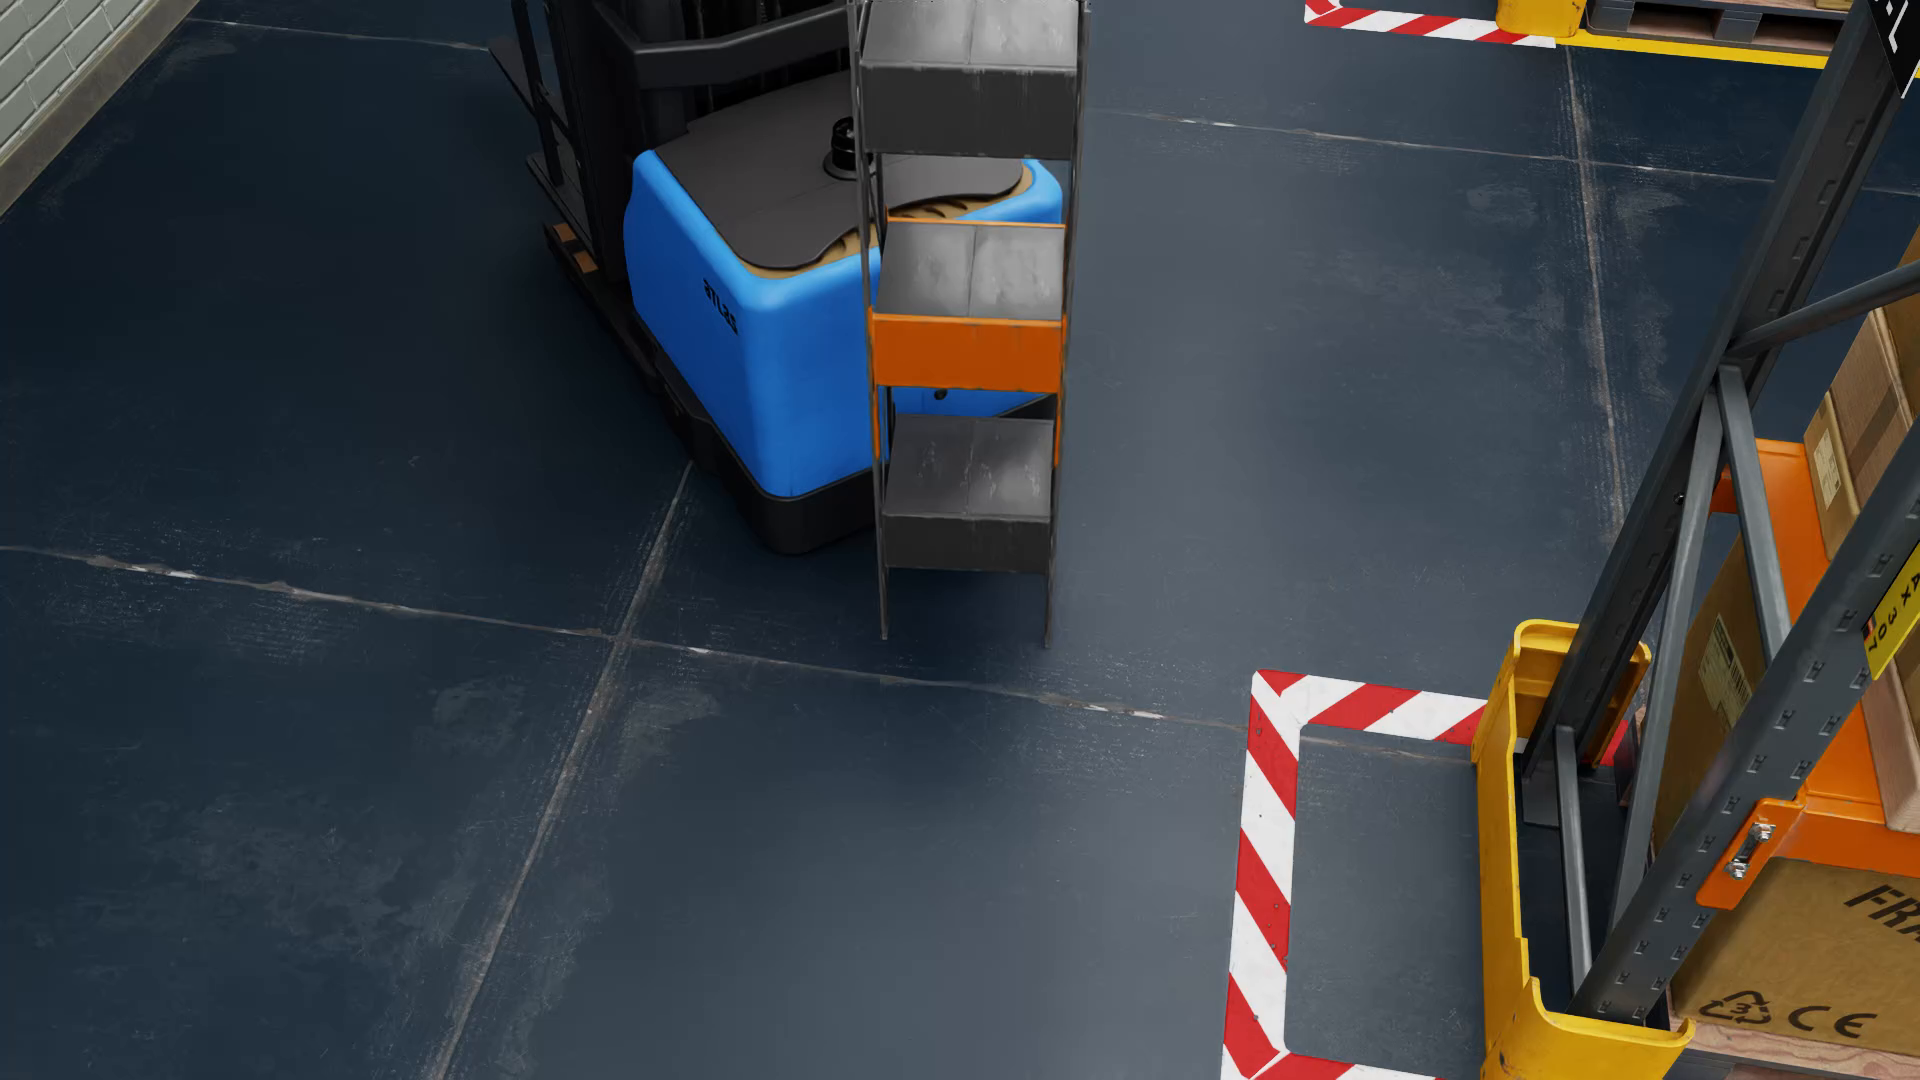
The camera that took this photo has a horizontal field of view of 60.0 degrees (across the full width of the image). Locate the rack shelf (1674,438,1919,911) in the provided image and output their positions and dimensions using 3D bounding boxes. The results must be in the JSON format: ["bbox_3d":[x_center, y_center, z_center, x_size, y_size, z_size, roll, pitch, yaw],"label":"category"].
[{"bbox_3d":[3.521,0.492,3.275,4.000,0.370,1.077,8,49,7],"label":"rack shelf"}]

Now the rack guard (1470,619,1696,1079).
[{"bbox_3d":[1.529,0.820,4.177,0.348,0.500,1.175,8,49,7],"label":"rack guard"}]

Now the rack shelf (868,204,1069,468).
[{"bbox_3d":[0.030,-0.528,4.331,0.480,0.518,0.431,3,48,2],"label":"rack shelf"}]

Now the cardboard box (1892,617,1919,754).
[{"bbox_3d":[1.977,0.199,2.955,0.500,0.250,0.500,7,48,6],"label":"cardboard box"}]

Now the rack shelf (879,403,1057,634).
[{"bbox_3d":[0.030,-0.060,4.852,0.480,0.518,0.431,3,48,2],"label":"rack shelf"}]

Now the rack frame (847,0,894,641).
[{"bbox_3d":[-0.213,-0.549,4.331,0.015,2.100,0.400,3,48,2],"label":"rack frame"}]

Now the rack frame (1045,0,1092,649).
[{"bbox_3d":[0.274,-0.525,4.310,0.015,2.100,0.400,3,48,2],"label":"rack frame"}]

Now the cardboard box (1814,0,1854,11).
[{"bbox_3d":[3.743,-2.397,7.022,0.250,0.149,0.380,8,49,7],"label":"cardboard box"}]

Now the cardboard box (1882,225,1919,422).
[{"bbox_3d":[2.079,-0.441,3.026,0.500,0.500,0.500,8,49,7],"label":"cardboard box"}]

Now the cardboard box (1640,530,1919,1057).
[{"bbox_3d":[2.197,0.583,3.855,0.875,0.875,0.875,8,49,7],"label":"cardboard box"}]

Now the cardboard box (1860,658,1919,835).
[{"bbox_3d":[1.843,0.360,3.079,0.250,0.149,0.380,8,49,7],"label":"cardboard box"}]

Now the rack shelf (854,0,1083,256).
[{"bbox_3d":[0.030,-0.996,3.810,0.480,0.518,0.431,3,48,2],"label":"rack shelf"}]

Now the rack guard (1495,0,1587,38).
[{"bbox_3d":[2.609,-2.784,7.416,0.348,0.500,1.175,8,49,7],"label":"rack guard"}]

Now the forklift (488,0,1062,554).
[{"bbox_3d":[-0.870,-2.027,5.101,1.130,2.935,3.031,-24,52,-20],"label":"forklift"}]

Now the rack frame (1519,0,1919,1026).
[{"bbox_3d":[1.553,-0.013,3.245,0.127,3.000,1.000,8,49,7],"label":"rack frame"}]

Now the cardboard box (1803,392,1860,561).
[{"bbox_3d":[1.962,-0.123,3.512,0.250,0.149,0.380,9,49,8],"label":"cardboard box"}]

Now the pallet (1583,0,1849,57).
[{"bbox_3d":[3.402,-2.554,7.403,1.213,0.211,1.003,8,49,7],"label":"pallet"}]

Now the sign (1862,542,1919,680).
[{"bbox_3d":[1.448,0.077,2.529,0.005,0.325,0.100,8,49,7],"label":"sign"}]

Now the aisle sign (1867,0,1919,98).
[{"bbox_3d":[1.535,-1.111,2.484,0.004,0.787,0.394,8,49,7],"label":"aisle sign"}]

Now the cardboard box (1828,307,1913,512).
[{"bbox_3d":[2.077,-0.192,3.307,0.500,0.250,0.500,7,48,6],"label":"cardboard box"}]

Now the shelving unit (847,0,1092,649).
[{"bbox_3d":[0.030,-0.537,4.321,0.503,2.100,0.431,3,48,2],"label":"shelving unit"}]

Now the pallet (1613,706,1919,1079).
[{"bbox_3d":[2.353,0.968,4.238,1.213,0.211,1.003,8,49,7],"label":"pallet"}]
